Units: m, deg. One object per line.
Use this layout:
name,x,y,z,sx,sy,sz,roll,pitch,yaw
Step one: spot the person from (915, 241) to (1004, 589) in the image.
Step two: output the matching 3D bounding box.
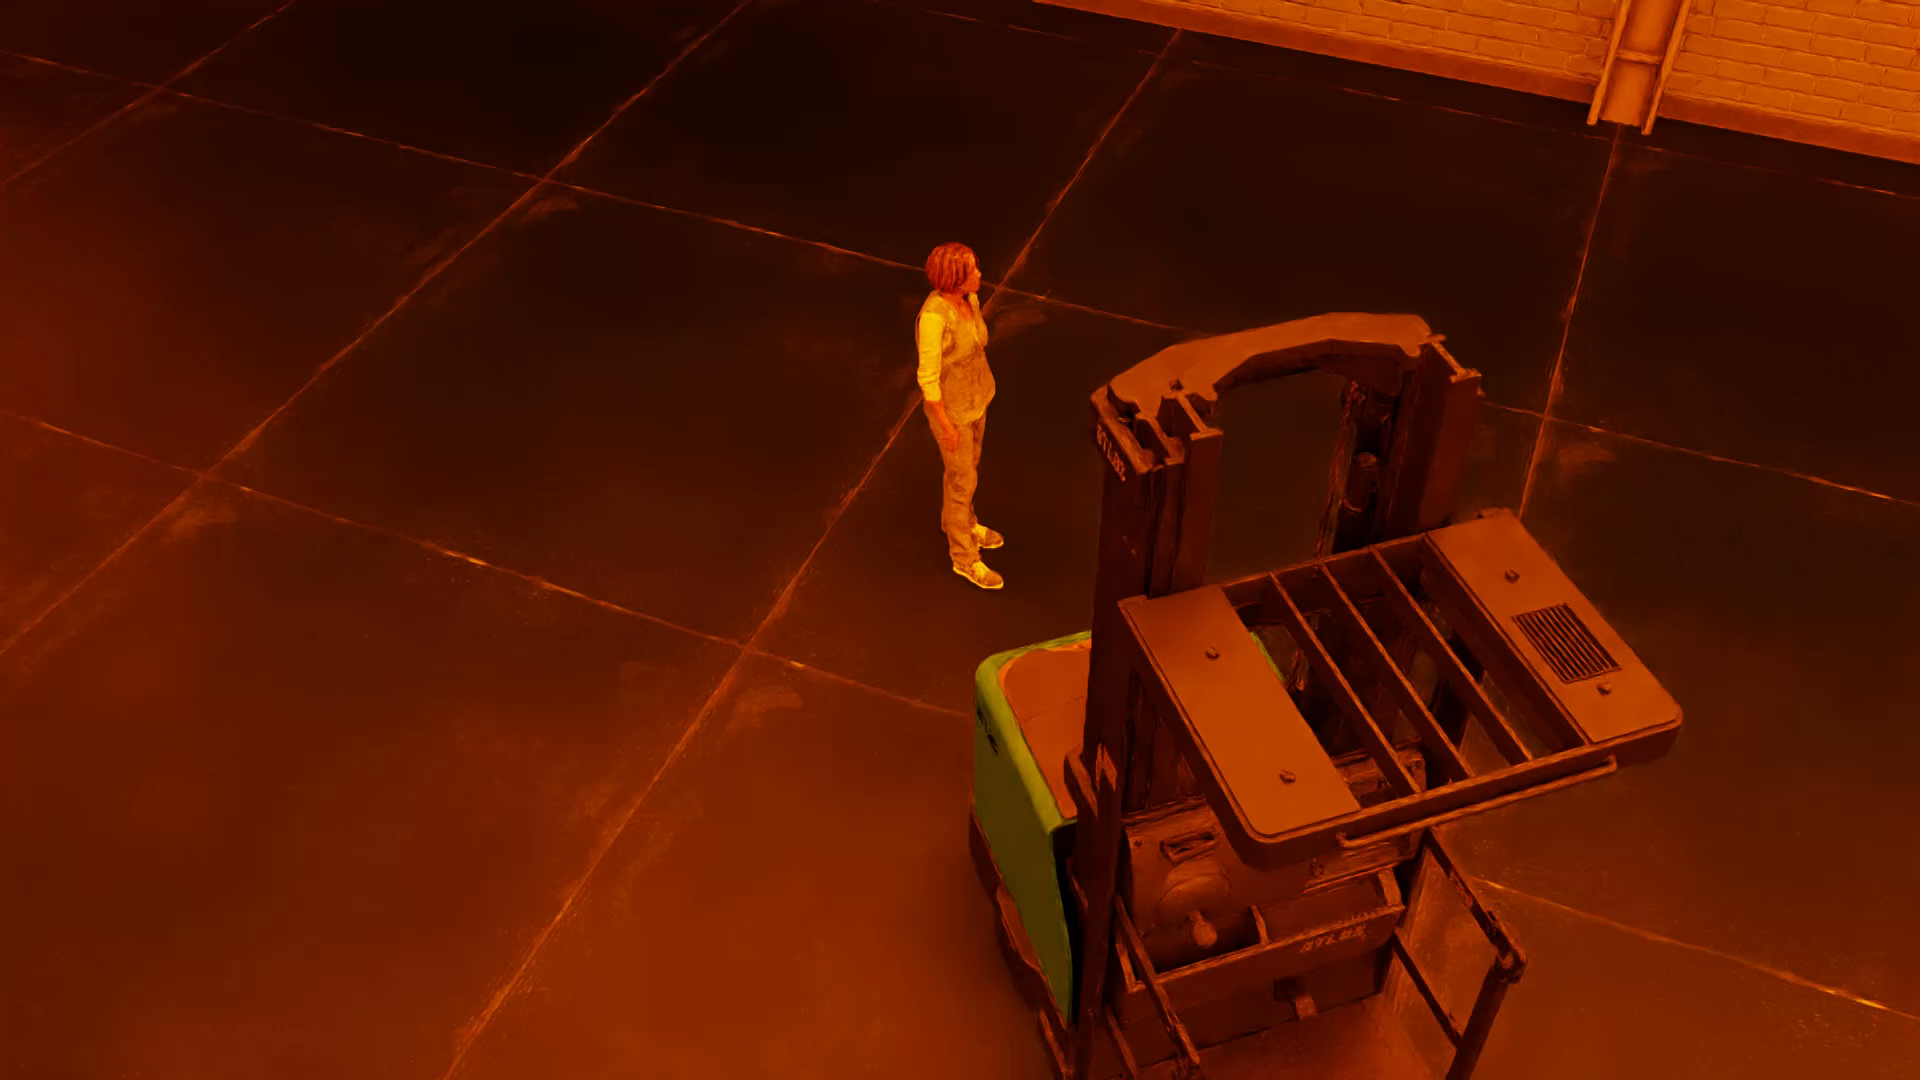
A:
person,0.063,-0.560,7.235,0.474,1.597,0.521,16,45,16

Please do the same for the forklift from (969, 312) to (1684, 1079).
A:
forklift,0.988,0.975,4.629,1.130,2.935,3.031,-13,45,-13
